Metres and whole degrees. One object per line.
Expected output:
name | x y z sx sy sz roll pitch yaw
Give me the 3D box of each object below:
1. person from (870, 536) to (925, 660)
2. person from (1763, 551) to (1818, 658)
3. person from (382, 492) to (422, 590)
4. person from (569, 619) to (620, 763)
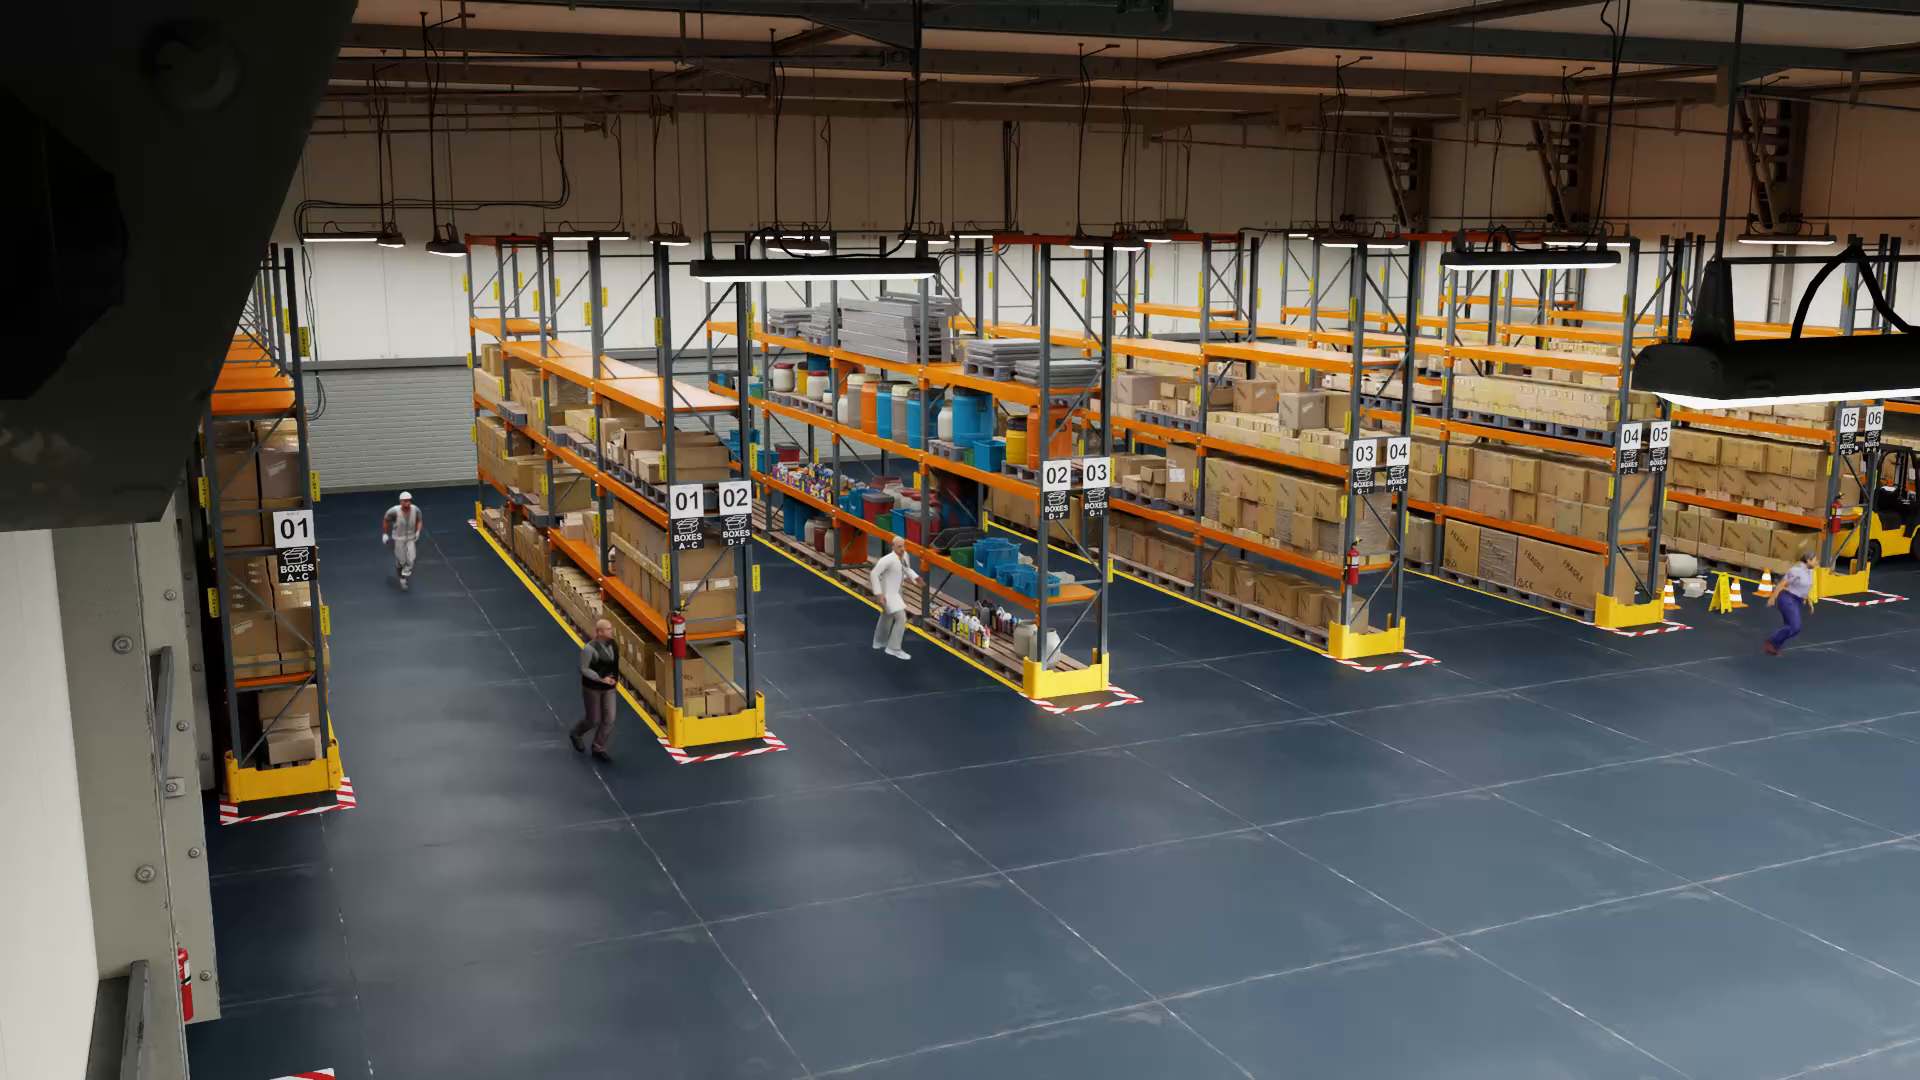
person | -0.893 0.795 23.210 0.849 1.757 0.702 3 12 17
person | 12.076 0.934 24.173 0.554 1.604 0.638 10 15 42
person | -9.603 -0.007 28.690 0.667 1.713 0.711 -8 14 -37
person | -4.347 1.746 19.737 0.729 1.711 0.649 8 14 37
